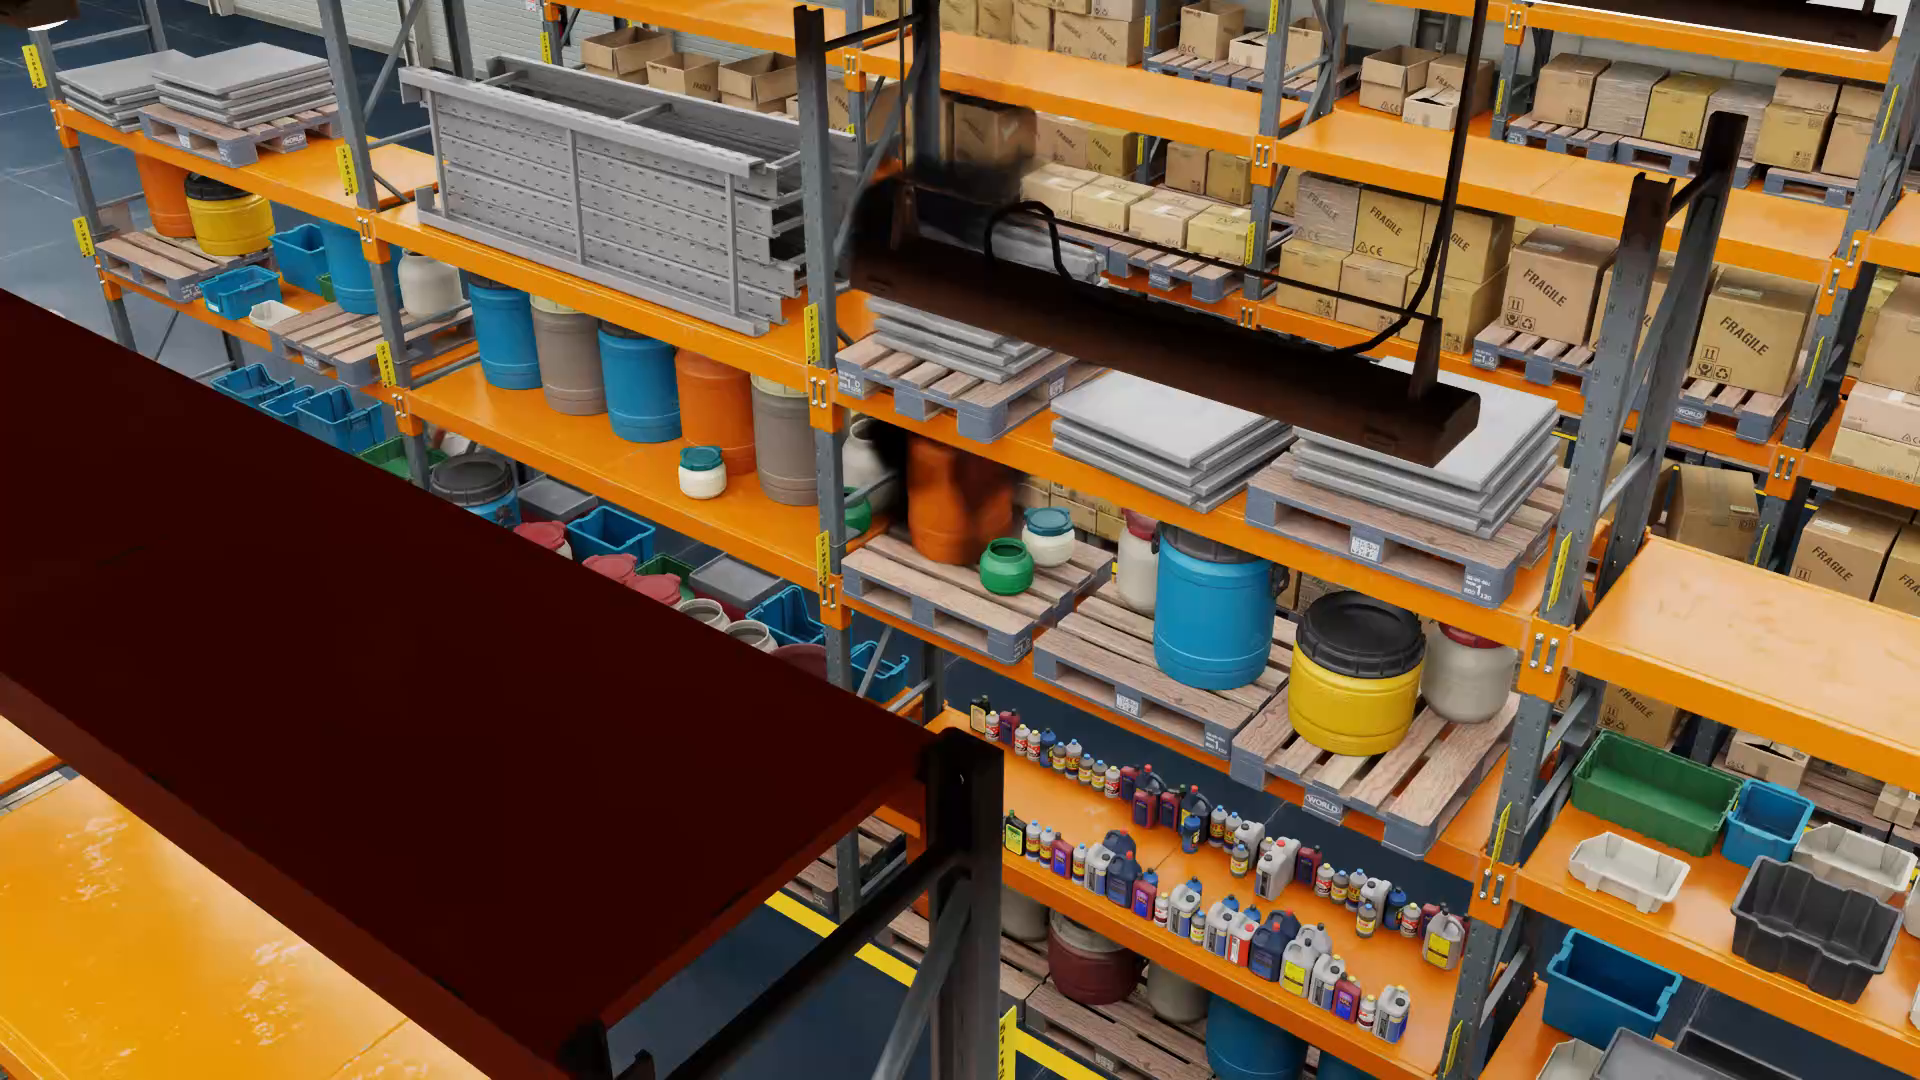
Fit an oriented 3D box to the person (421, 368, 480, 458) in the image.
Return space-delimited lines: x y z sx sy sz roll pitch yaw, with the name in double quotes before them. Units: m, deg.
"person" -4.622 -0.906 15.081 0.607 1.743 0.651 19 36 28
